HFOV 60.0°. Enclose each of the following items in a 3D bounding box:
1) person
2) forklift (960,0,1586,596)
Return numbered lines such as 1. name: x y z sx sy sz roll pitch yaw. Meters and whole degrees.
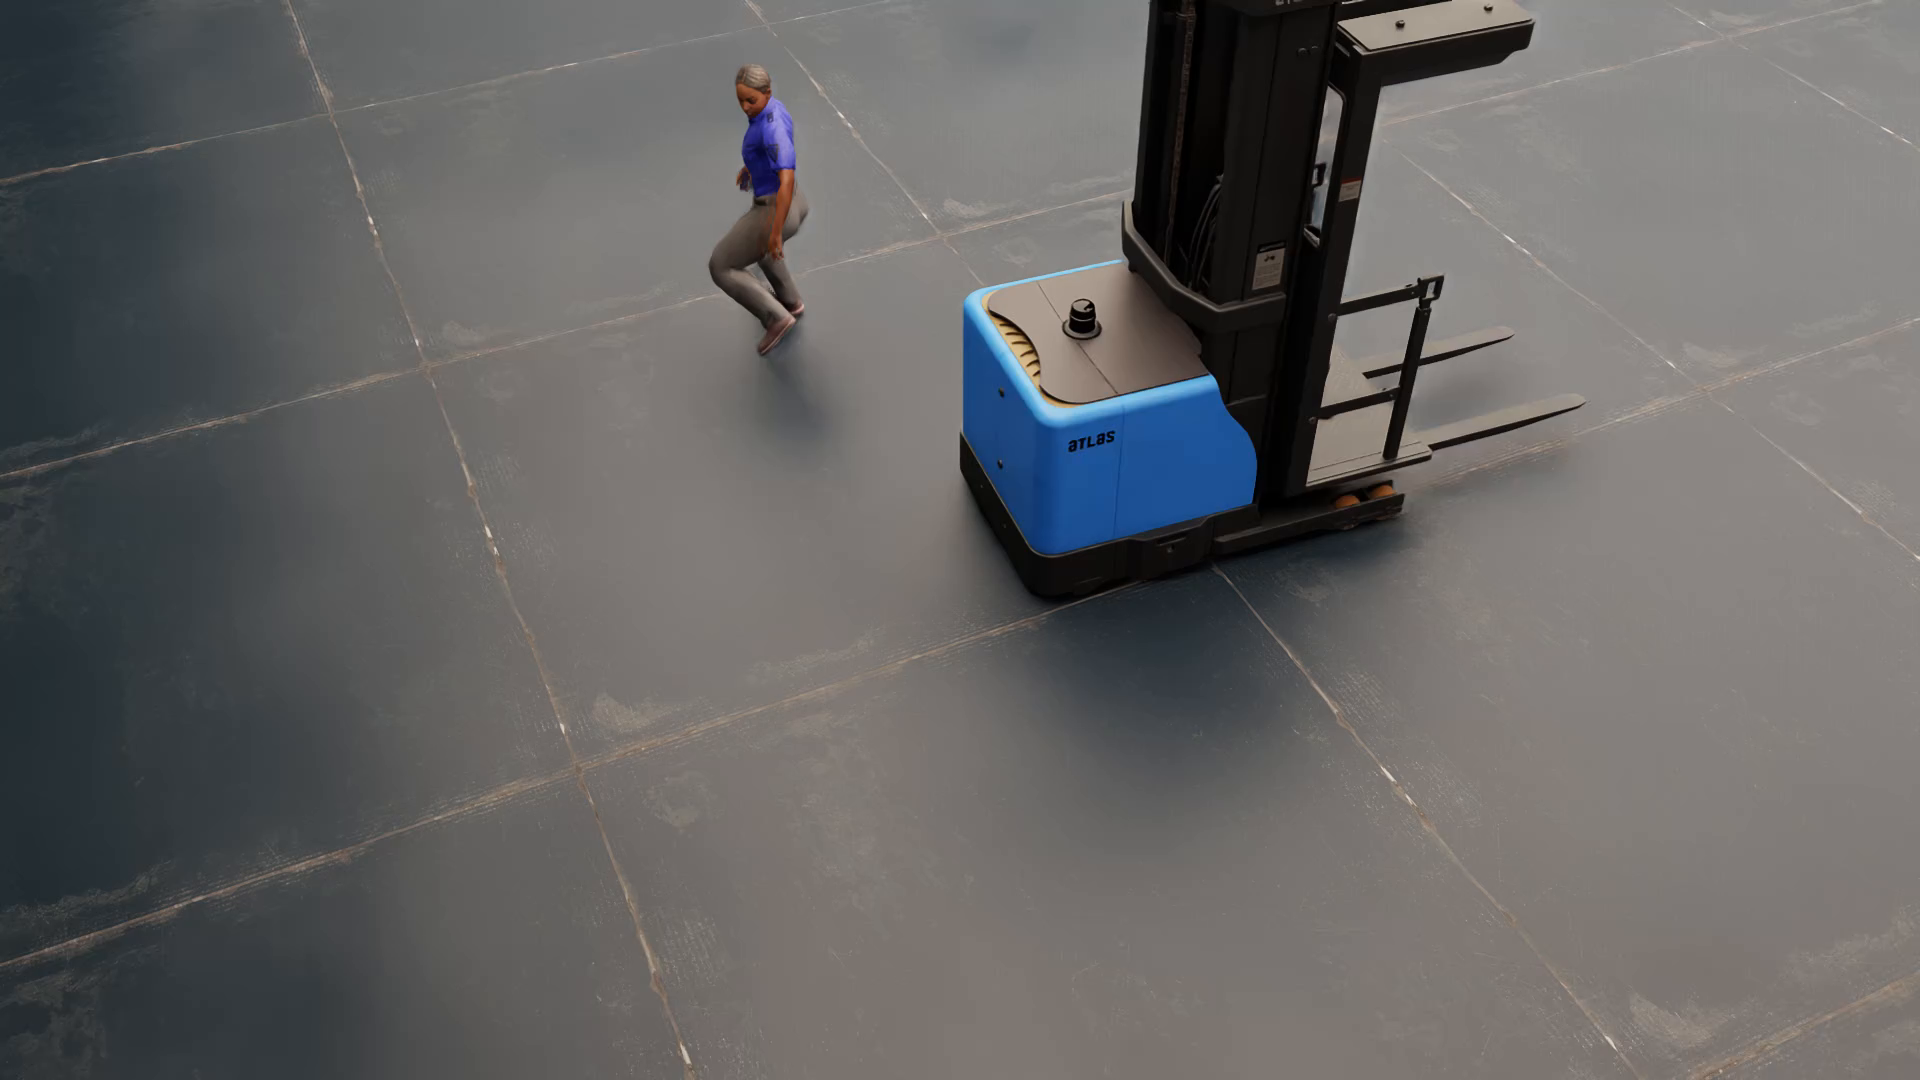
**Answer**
1. person: -1.020 -1.699 8.550 0.509 1.540 0.799 7 43 7
2. forklift: 1.571 -1.445 7.228 3.031 2.935 1.130 -14 45 -15
